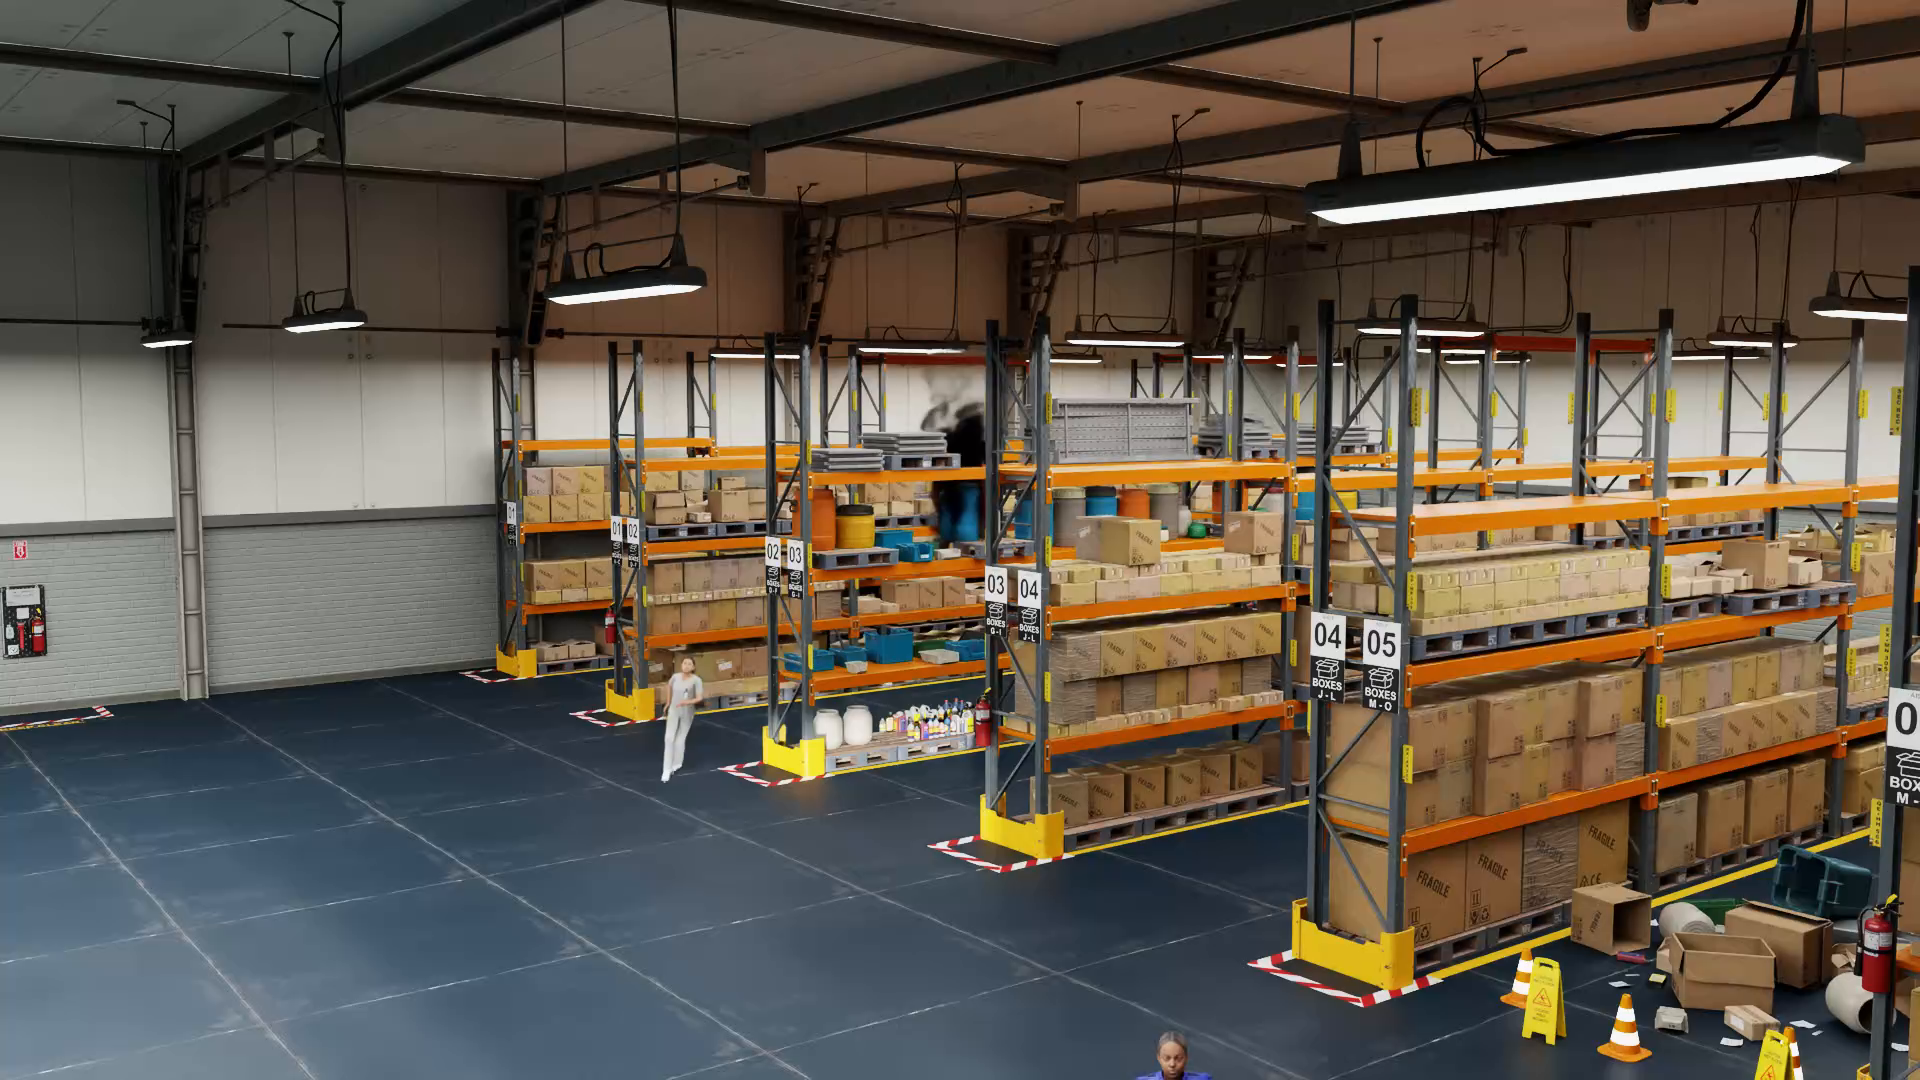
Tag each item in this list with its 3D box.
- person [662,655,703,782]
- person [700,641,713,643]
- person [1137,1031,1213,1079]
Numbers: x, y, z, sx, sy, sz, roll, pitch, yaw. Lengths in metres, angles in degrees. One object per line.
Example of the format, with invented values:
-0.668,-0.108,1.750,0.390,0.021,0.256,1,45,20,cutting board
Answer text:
-3.726,2.370,22.368,0.567,1.653,0.726,0,5,2,person
-4.404,1.736,29.309,0.573,1.737,0.709,-4,7,-41,person
1.161,3.511,9.168,0.571,1.642,0.859,1,5,12,person
